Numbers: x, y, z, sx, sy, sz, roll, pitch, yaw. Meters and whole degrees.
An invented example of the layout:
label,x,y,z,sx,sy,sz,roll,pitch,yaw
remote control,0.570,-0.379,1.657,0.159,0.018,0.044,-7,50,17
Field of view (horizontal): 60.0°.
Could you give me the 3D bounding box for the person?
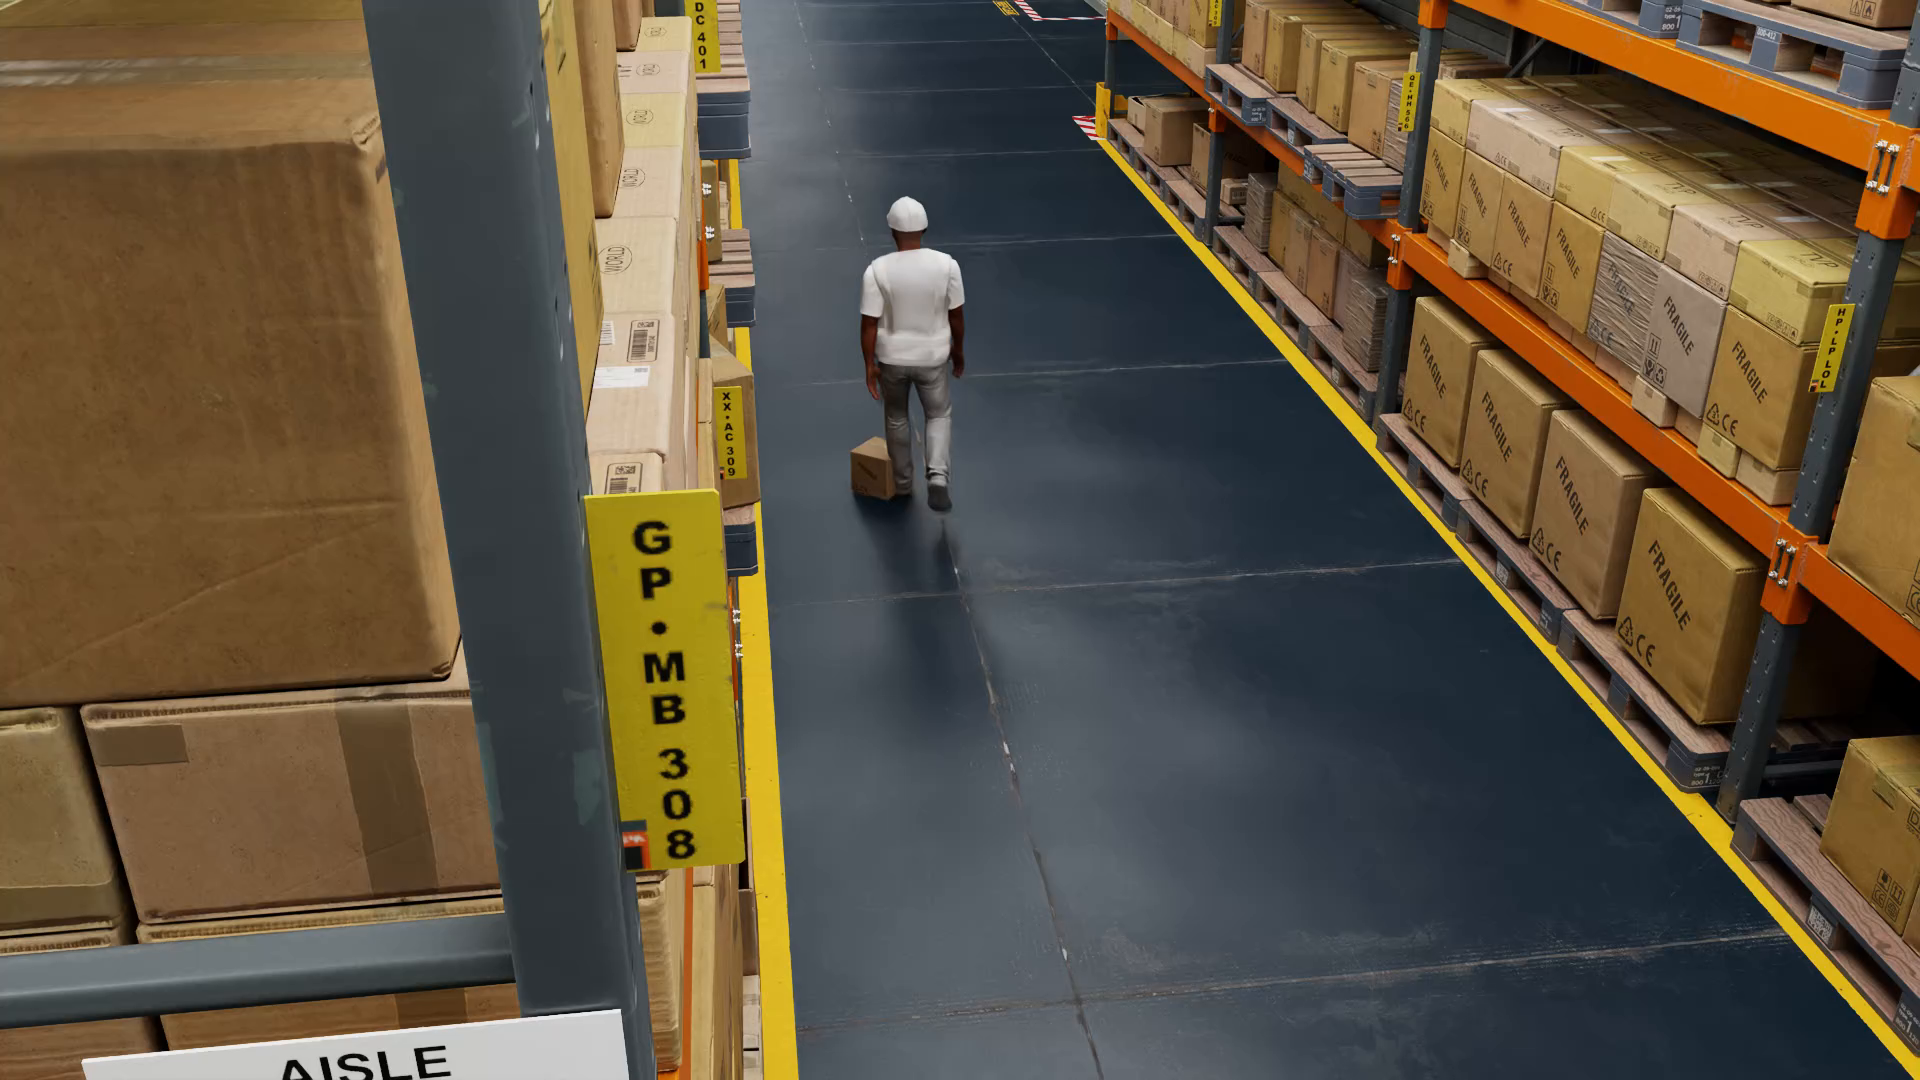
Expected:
label,x,y,z,sx,sy,sz,roll,pitch,yaw
person,-0.250,-0.985,8.995,0.568,1.743,0.813,-2,27,-3
